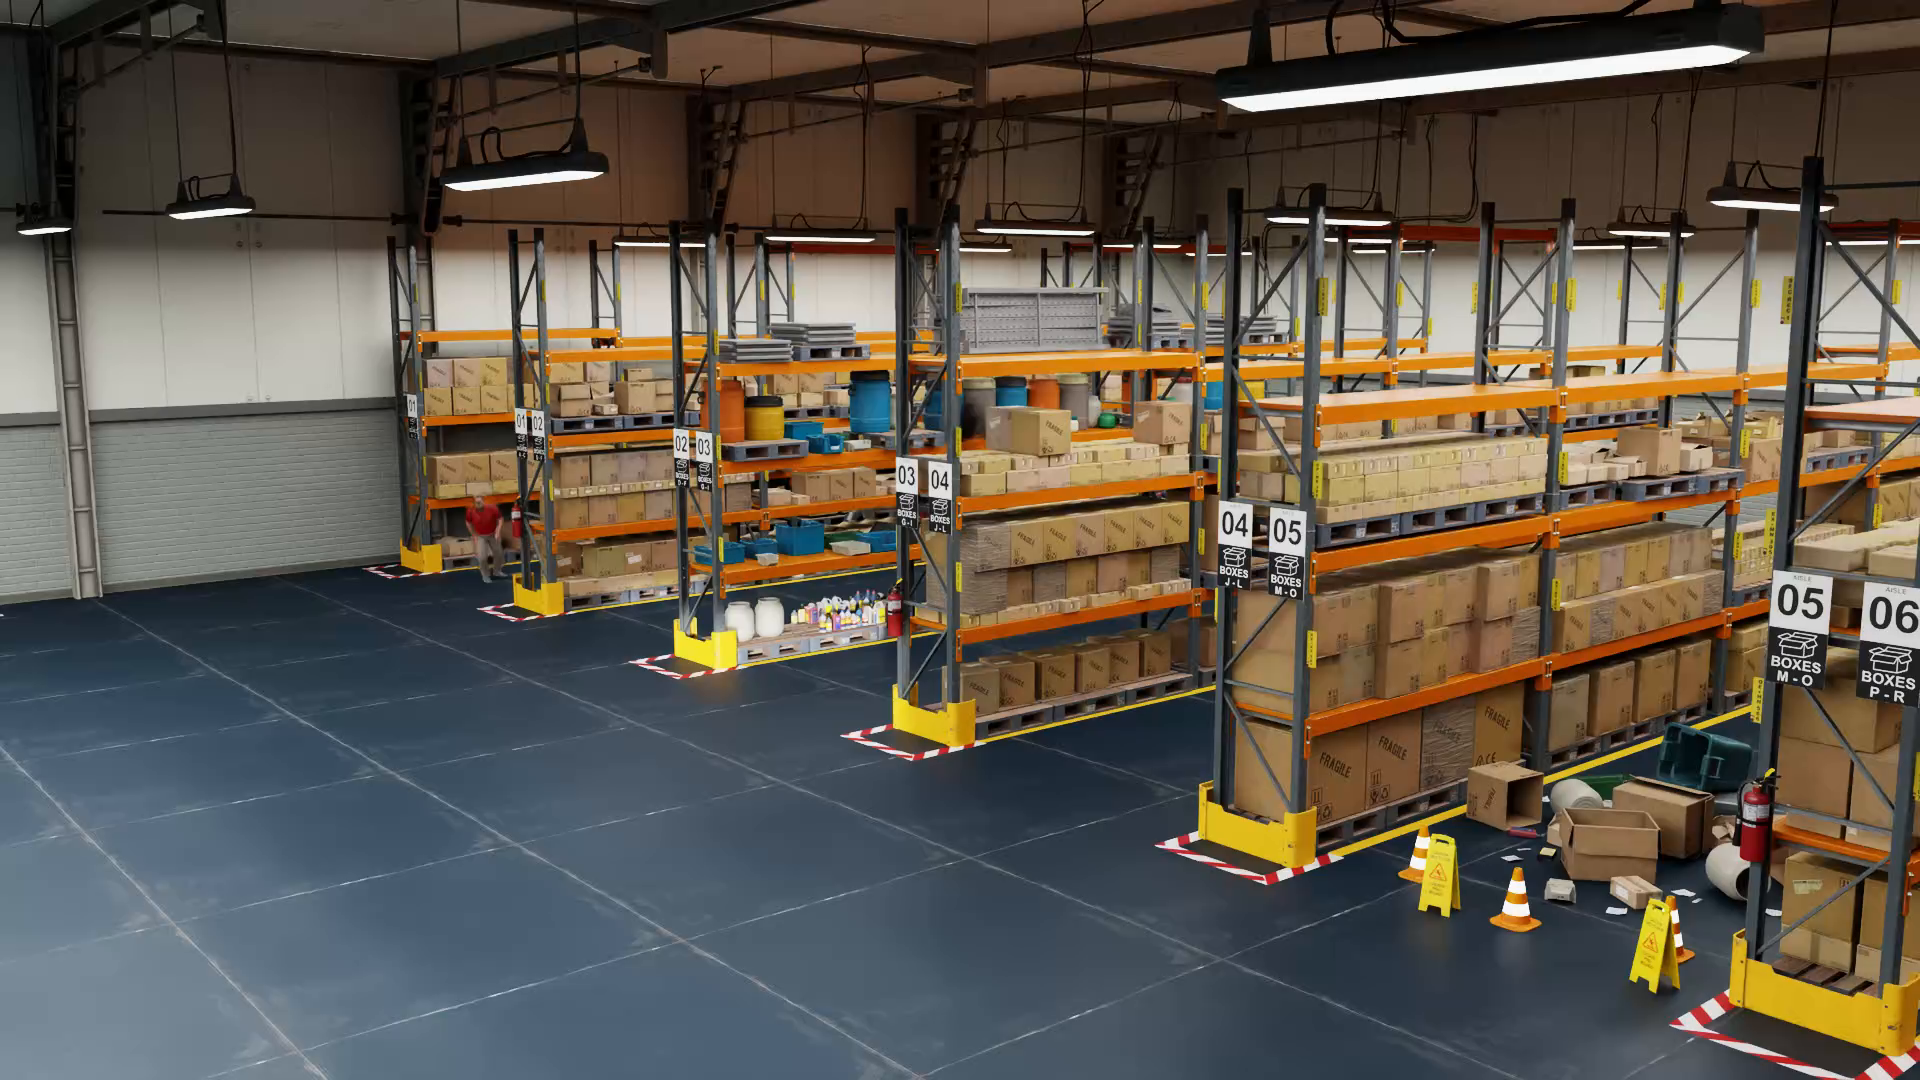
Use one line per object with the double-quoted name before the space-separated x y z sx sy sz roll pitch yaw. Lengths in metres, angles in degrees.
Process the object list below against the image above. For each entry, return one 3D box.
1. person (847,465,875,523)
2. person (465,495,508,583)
"person" -1.887 -0.650 32.700 0.796 1.683 0.523 -8 12 -41
"person" -8.239 -0.046 28.954 0.716 1.584 0.838 -4 10 -23
